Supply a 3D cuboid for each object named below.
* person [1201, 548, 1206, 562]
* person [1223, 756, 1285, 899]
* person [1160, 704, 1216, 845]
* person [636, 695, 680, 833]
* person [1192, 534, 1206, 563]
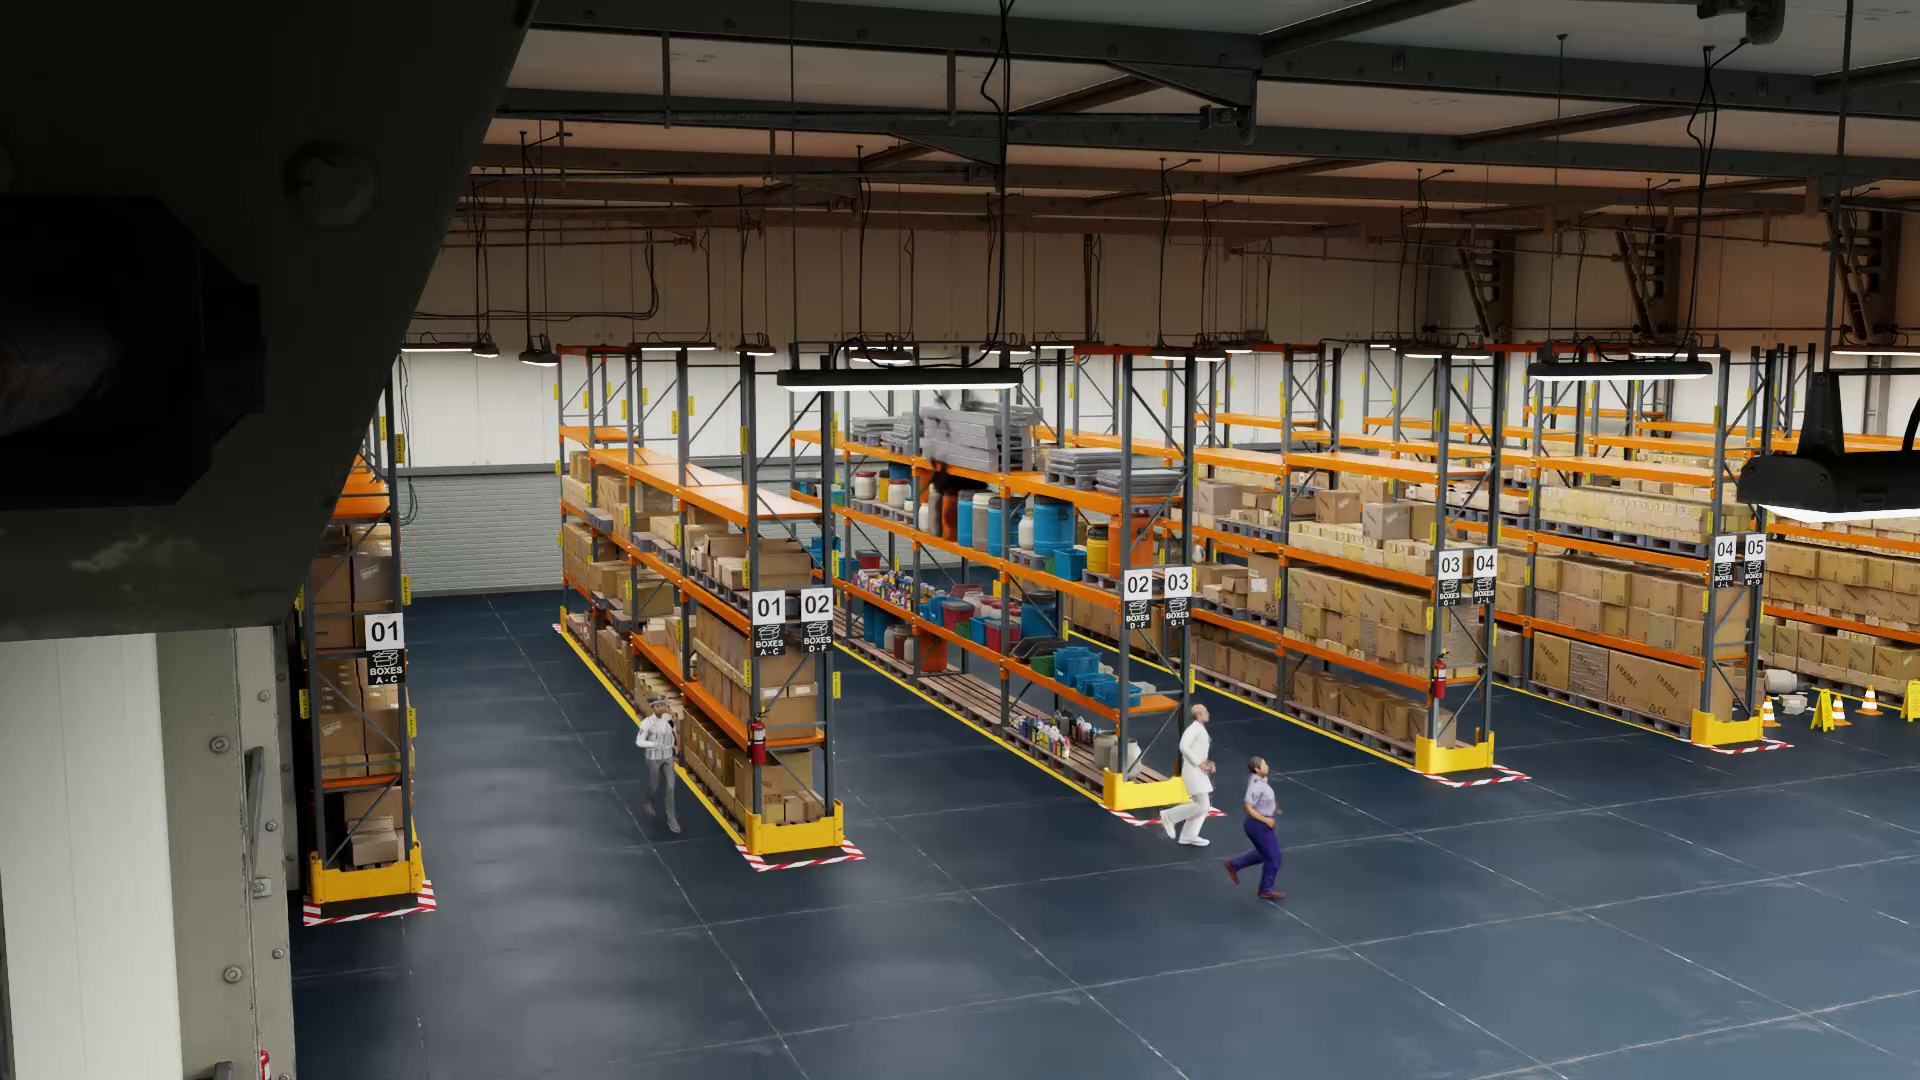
[{"bbox_3d":[6.147,0.153,41.890,0.583,1.740,0.691,-3,8,-20],"label":"person"},{"bbox_3d":[3.294,3.192,18.548,0.687,1.599,0.613,1,7,8],"label":"person"},{"bbox_3d":[2.848,2.883,20.657,0.649,1.686,0.751,2,7,13],"label":"person"},{"bbox_3d":[-3.820,2.791,21.151,0.612,1.701,0.920,-4,8,-30],"label":"person"},{"bbox_3d":[5.213,0.710,37.495,0.662,1.776,0.688,-1,7,-9],"label":"person"}]
